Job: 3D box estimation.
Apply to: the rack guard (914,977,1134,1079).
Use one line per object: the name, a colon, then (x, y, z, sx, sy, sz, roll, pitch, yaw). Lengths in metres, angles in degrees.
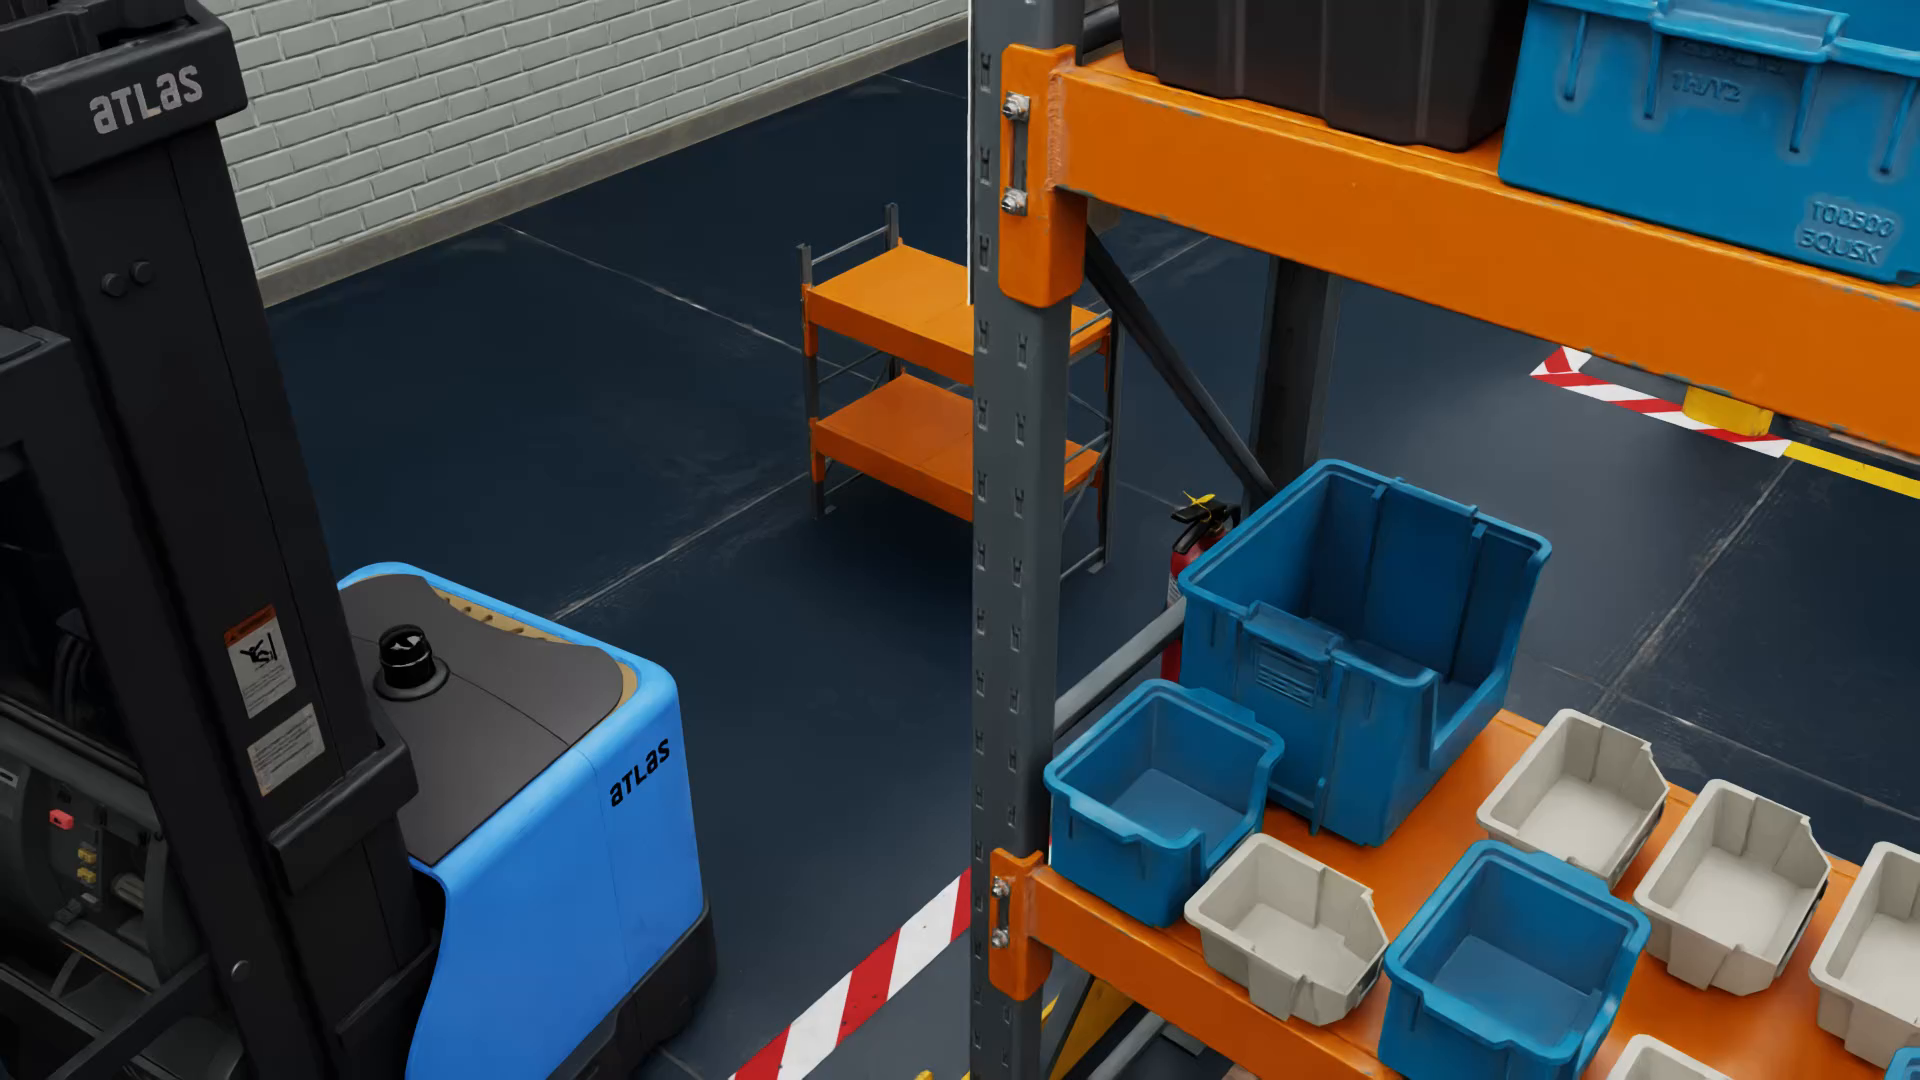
rack guard: (0.357, 1.231, 4.016, 0.348, 0.500, 1.175, 25, 42, 32)

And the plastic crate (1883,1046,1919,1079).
plastic crate: (1.375, 0.957, 2.302, 0.300, 0.233, 0.416, 25, 42, 32)

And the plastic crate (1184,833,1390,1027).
plastic crate: (0.557, 0.672, 2.802, 0.298, 0.136, 0.250, 25, 42, 32)

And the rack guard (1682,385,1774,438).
rack guard: (3.535, -0.930, 7.162, 0.348, 0.500, 1.175, 25, 42, 32)

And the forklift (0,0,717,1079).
forklift: (-1.826, 0.568, 2.834, 1.130, 2.935, 3.031, 18, 38, 24)

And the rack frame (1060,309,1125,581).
rack frame: (0.385, -0.282, 5.667, 0.032, 1.125, 0.500, 25, 42, 32)

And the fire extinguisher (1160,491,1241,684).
fire extinguisher: (0.559, 0.137, 3.799, 0.183, 0.674, 0.296, 25, 42, 32)

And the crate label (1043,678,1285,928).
crate label: (0.363, 0.480, 2.996, 0.303, 0.233, 0.416, 25, 42, 32)

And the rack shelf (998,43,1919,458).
rack shelf: (1.921, -0.012, 1.604, 4.000, 0.370, 1.077, 25, 42, 32)

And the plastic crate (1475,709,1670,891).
plastic crate: (1.127, 0.504, 3.047, 0.243, 0.136, 0.396, 25, 42, 32)

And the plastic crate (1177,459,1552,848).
plastic crate: (0.761, 0.204, 3.219, 0.499, 0.435, 0.616, 25, 42, 32)

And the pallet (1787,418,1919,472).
pallet: (4.218, -0.547, 6.859, 1.213, 0.211, 1.003, 25, 42, 32)

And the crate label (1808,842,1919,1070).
crate label: (1.570, 0.705, 2.753, 0.243, 0.136, 0.396, 25, 42, 32)

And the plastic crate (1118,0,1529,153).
plastic crate: (0.502, -0.719, 2.113, 0.590, 0.269, 0.497, 25, 42, 32)

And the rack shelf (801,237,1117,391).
rack shelf: (-0.005, -0.707, 5.769, 1.000, 0.278, 0.538, 25, 42, 32)

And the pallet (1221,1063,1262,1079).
pallet: (0.993, 1.668, 3.634, 1.213, 0.211, 1.003, 25, 42, 32)

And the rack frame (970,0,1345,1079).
rack frame: (0.384, 0.203, 3.304, 0.127, 3.000, 1.000, 25, 42, 32)

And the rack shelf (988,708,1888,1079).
rack shelf: (1.921, 1.224, 2.453, 4.000, 0.370, 1.077, 25, 42, 32)

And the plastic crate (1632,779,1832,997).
plastic crate: (1.340, 0.615, 2.885, 0.243, 0.136, 0.396, 25, 42, 32)

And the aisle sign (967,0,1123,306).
aisle sign: (0.139, -0.765, 2.418, 0.004, 0.787, 0.394, 25, 42, 32)

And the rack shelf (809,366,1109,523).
rack shelf: (-0.005, -0.265, 6.074, 1.000, 0.278, 0.538, 25, 42, 32)

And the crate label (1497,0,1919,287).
crate label: (0.886, -0.497, 1.806, 0.502, 0.251, 0.408, 25, 42, 32)

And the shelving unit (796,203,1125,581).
shelving unit: (-0.005, -0.466, 5.935, 1.048, 1.125, 0.538, 25, 42, 32)

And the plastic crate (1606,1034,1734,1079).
plastic crate: (1.078, 0.918, 2.444, 0.298, 0.136, 0.250, 25, 42, 32)

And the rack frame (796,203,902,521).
rack frame: (-0.396, -0.650, 6.203, 0.032, 1.125, 0.500, 25, 42, 32)

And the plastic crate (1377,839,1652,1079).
plastic crate: (0.869, 0.719, 2.649, 0.300, 0.233, 0.416, 25, 42, 32)
